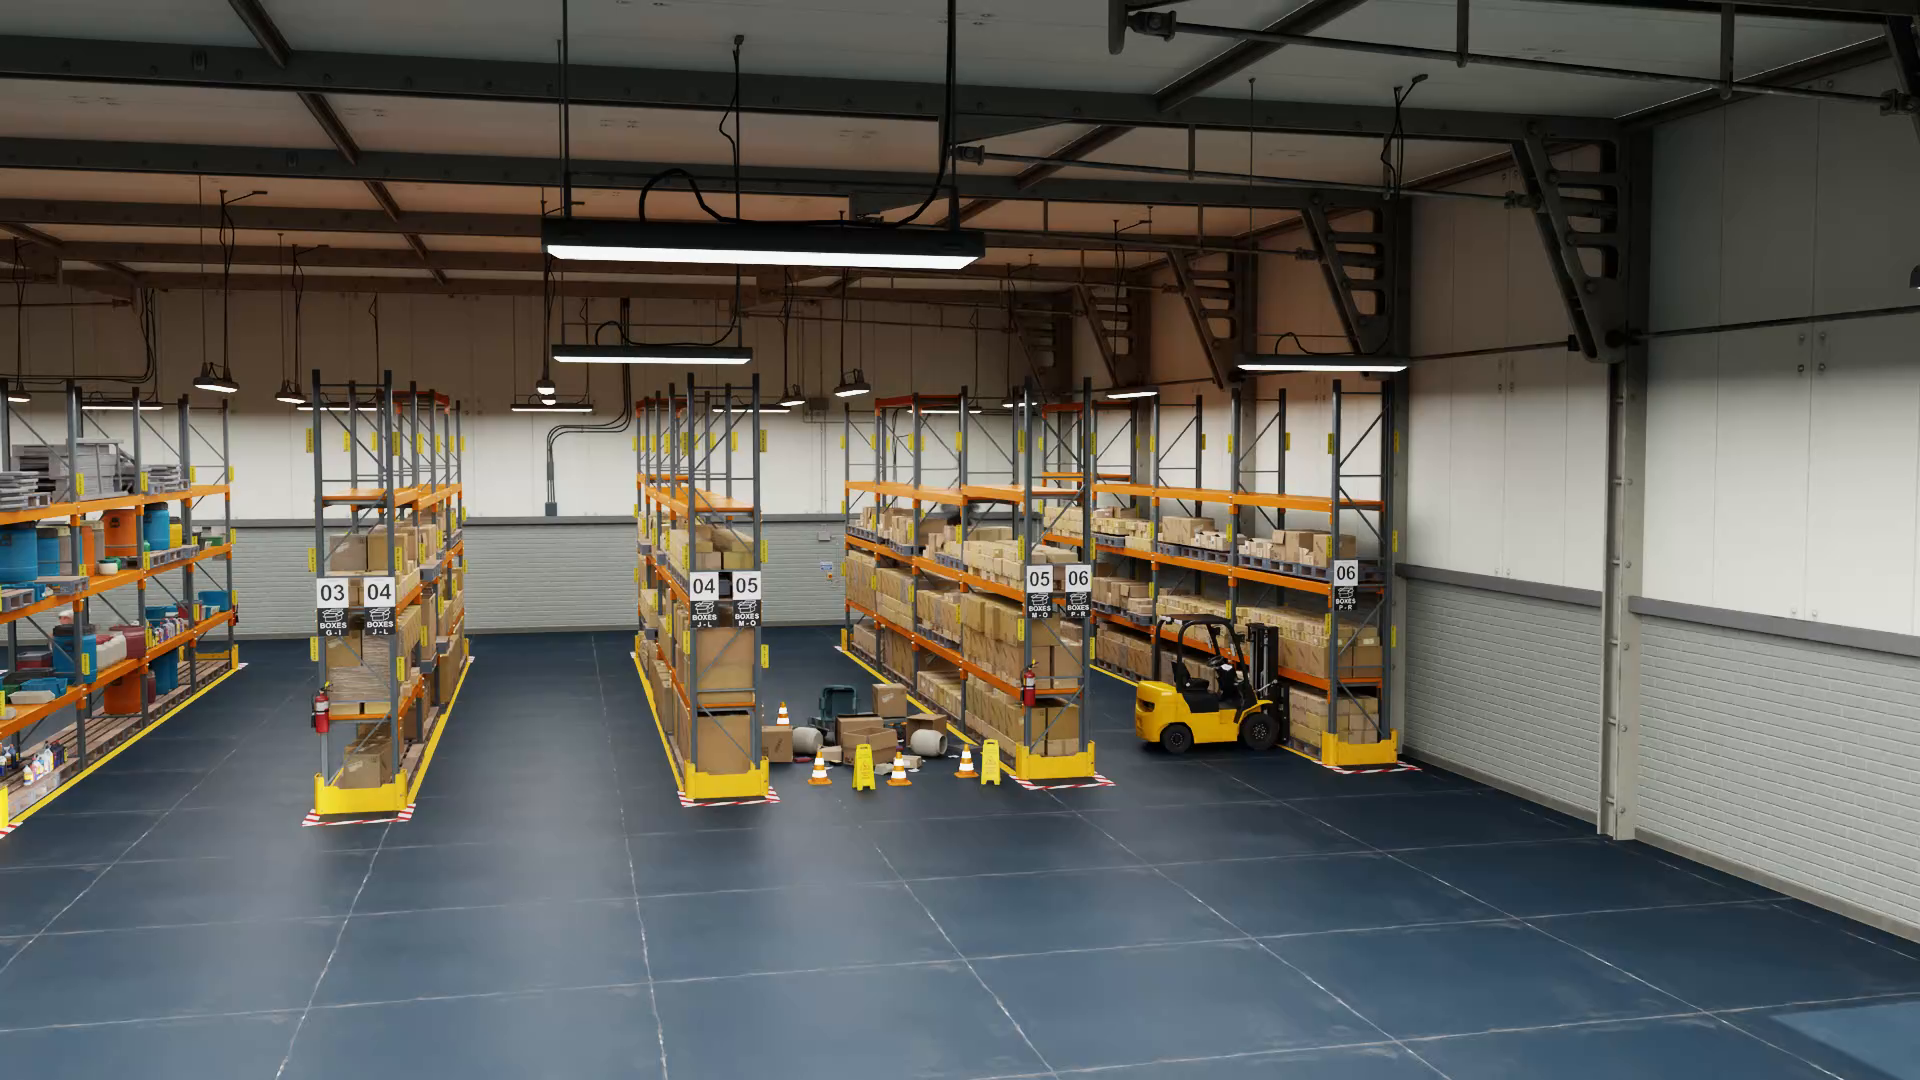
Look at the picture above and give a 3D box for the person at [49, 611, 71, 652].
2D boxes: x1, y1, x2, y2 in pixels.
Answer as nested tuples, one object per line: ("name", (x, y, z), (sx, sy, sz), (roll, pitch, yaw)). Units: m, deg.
("person", (-17.376, 2.239, 32.273), (0.700, 1.729, 0.797), (-1, 3, -9))
